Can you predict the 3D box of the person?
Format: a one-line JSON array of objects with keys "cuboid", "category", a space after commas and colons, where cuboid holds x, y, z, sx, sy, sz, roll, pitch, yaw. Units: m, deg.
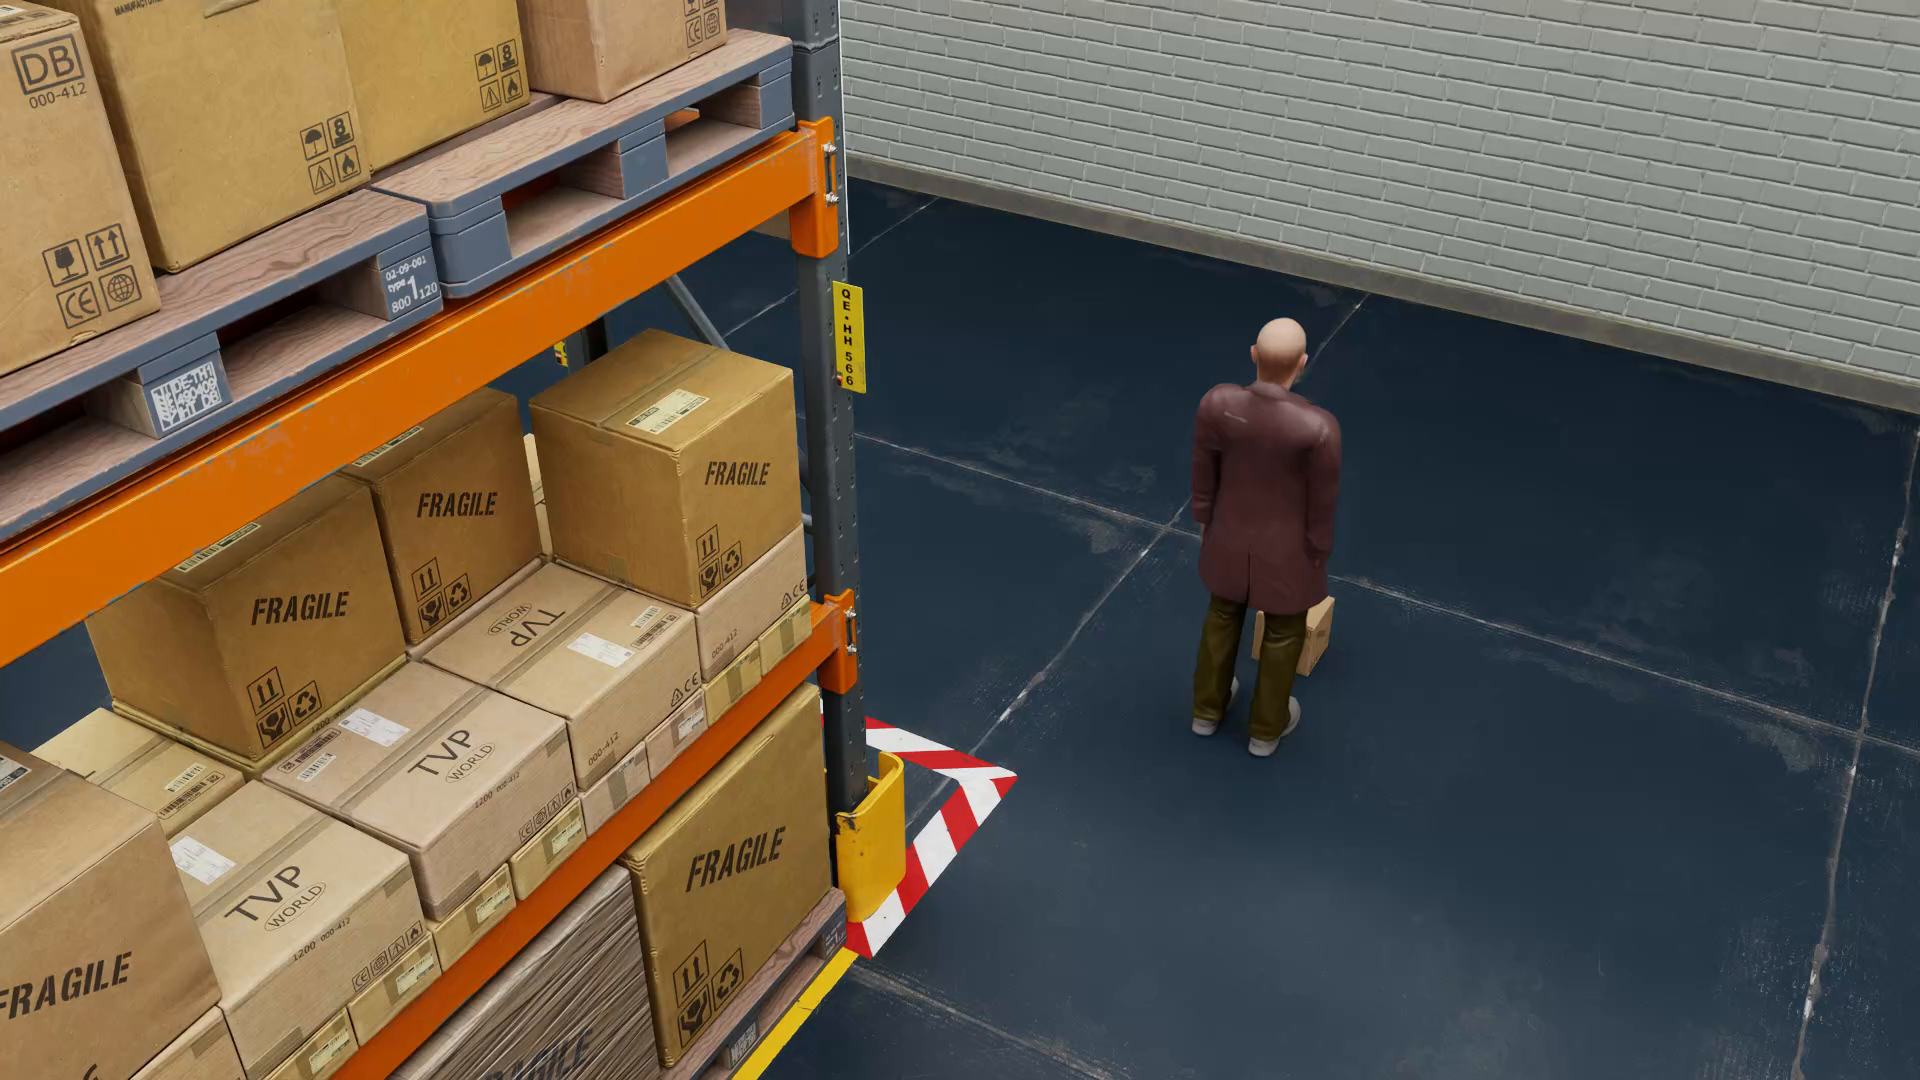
[{"cuboid": [1.116, -0.015, 6.187, 0.562, 1.771, 0.378, 18, 38, 25], "category": "person"}]
